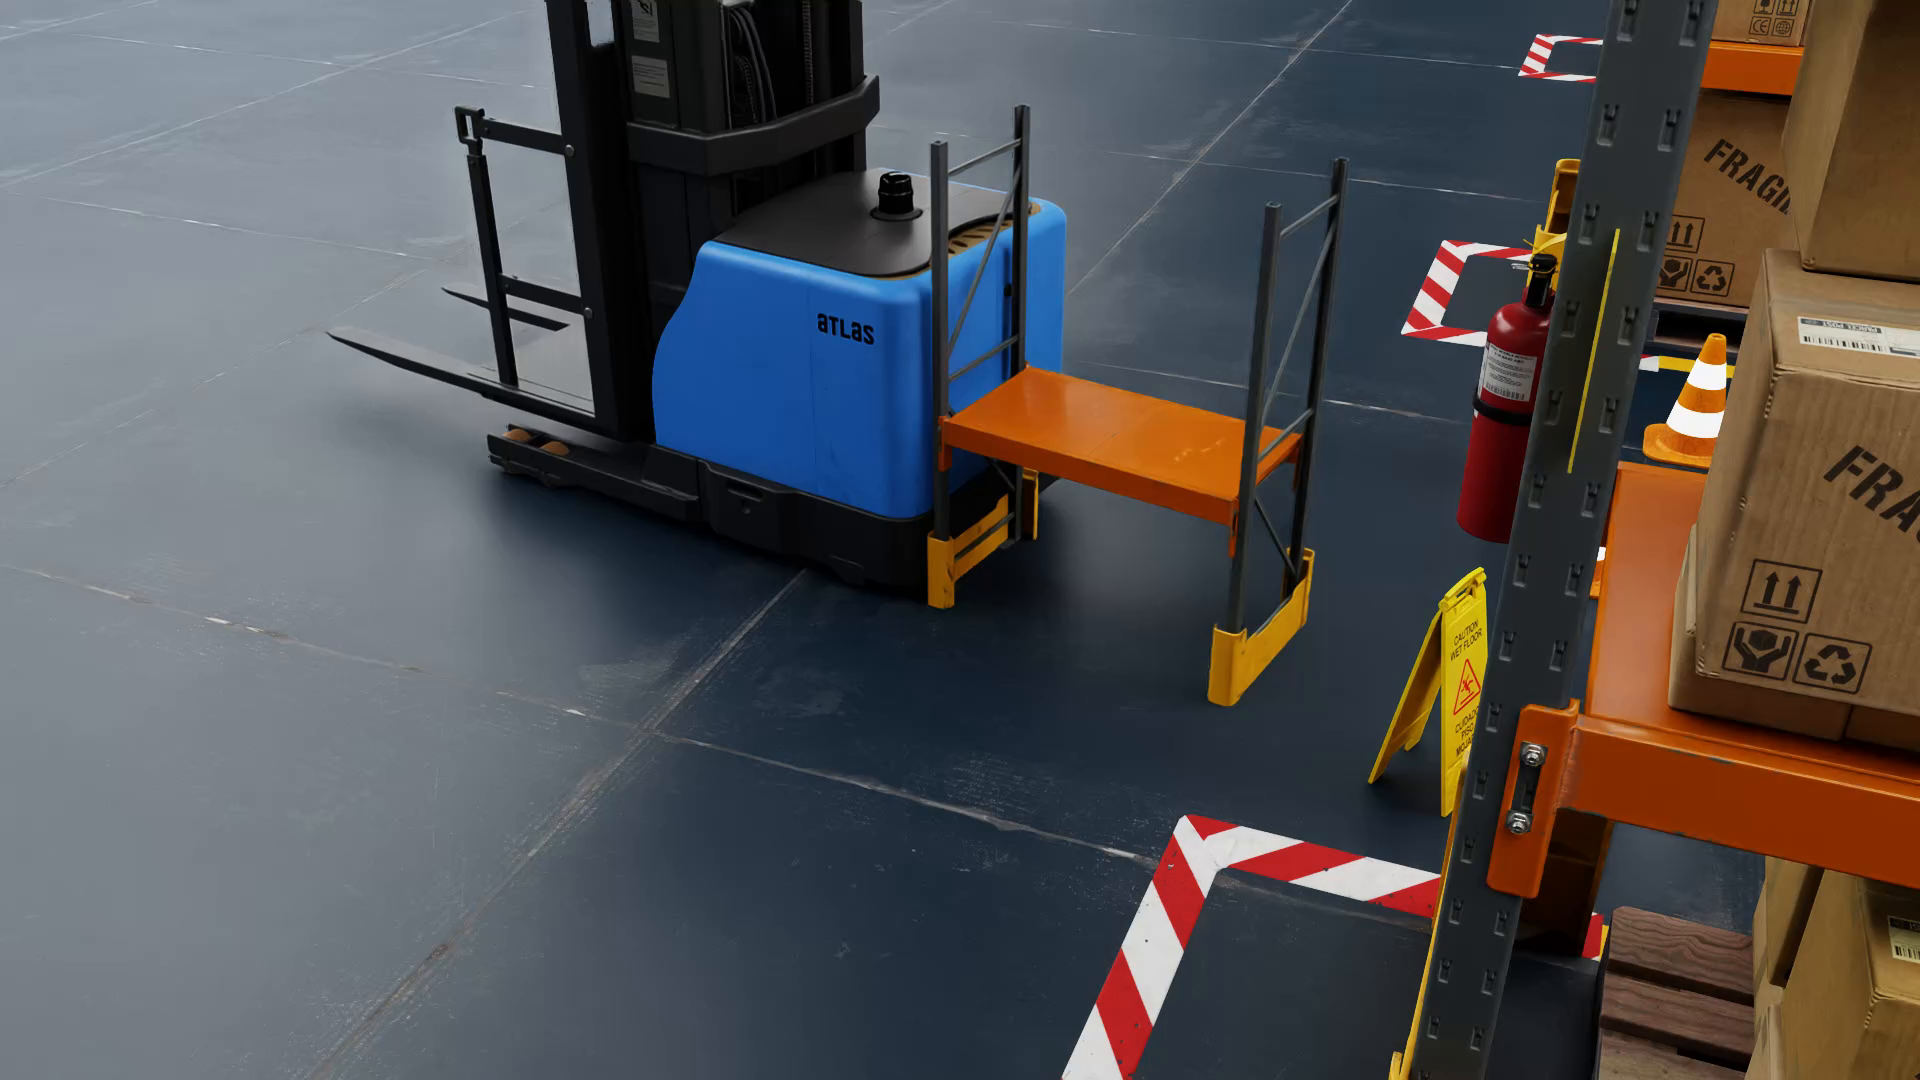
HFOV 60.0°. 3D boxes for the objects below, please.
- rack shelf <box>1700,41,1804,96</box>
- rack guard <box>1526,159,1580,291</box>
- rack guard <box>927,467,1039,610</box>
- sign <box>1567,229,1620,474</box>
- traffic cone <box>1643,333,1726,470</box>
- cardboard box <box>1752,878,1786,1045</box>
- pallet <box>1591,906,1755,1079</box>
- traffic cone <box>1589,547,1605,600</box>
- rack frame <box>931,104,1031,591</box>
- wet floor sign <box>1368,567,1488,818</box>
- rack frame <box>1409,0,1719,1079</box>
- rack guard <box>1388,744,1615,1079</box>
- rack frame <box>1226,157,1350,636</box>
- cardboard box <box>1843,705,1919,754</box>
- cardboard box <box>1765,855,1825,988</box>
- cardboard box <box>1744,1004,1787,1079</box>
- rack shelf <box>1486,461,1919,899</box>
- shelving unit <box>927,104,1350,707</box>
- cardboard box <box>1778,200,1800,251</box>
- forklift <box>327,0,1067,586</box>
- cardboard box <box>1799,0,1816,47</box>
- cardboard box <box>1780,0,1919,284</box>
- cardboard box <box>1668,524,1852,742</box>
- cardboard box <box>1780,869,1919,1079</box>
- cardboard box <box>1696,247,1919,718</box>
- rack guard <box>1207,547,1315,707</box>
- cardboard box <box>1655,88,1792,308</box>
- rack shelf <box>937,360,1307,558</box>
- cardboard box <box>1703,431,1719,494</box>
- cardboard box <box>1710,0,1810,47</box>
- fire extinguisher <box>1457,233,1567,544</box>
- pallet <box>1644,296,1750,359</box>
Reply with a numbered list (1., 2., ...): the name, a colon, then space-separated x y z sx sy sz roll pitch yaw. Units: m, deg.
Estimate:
1. rack shelf: 4.690 -1.719 6.473 4.000 0.370 1.077 11 31 19
2. rack guard: 2.815 -1.318 7.574 0.348 0.500 1.175 11 31 19
3. rack guard: 0.082 -0.013 5.518 0.087 0.250 0.587 18 34 28
4. sign: 0.866 -0.256 2.274 0.005 0.325 0.100 11 31 19
5. traffic cone: 2.795 -0.552 6.256 0.334 0.463 0.336 11 31 19
6. cardboard box: 1.942 0.919 3.443 0.500 0.250 0.500 11 31 19
7. pallet: 1.880 1.268 3.292 1.213 0.211 1.003 11 31 19
8. traffic cone: 2.055 -0.099 5.455 0.334 0.463 0.336 11 31 19
9. rack frame: 0.065 -0.562 5.220 0.032 1.500 0.500 18 34 28
10. wet floor sign: 1.296 0.376 4.429 0.232 0.644 0.267 24 37 36
11. rack frame: 1.070 -0.126 2.925 0.127 3.000 1.000 11 31 19
12. rack guard: 1.140 0.976 3.515 0.348 0.500 1.175 11 31 19
13. rack frame: 0.918 -0.290 4.739 0.032 1.500 0.500 18 34 28
14. cardboard box: 1.546 0.181 2.637 0.250 0.149 0.380 12 32 20
15. cardboard box: 1.910 0.591 3.262 0.500 0.500 0.500 11 31 19
16. cardboard box: 1.713 1.163 3.011 0.500 0.250 0.500 11 31 19
17. rack shelf: 2.923 0.557 2.447 4.000 0.370 1.077 11 31 19
18. shelving unit: 0.499 -0.423 4.975 1.083 1.500 0.587 18 34 28
19. cardboard box: 1.676 -0.324 2.871 0.500 0.500 0.500 11 31 18
20. forklift: -1.142 -1.666 5.719 3.031 2.935 1.130 18 34 28
21. cardboard box: 3.716 -2.327 6.667 0.550 0.550 0.875 11 31 19
22. cardboard box: 1.625 -0.739 2.590 0.500 0.500 0.700 11 31 18
23. cardboard box: 1.307 0.141 2.708 0.250 0.149 0.380 11 31 19
24. cardboard box: 1.735 0.841 2.819 0.500 0.500 0.500 10 31 17
25. cardboard box: 1.404 -0.085 2.448 0.500 0.500 0.500 11 31 18
26. rack guard: 0.917 0.254 5.047 0.087 0.250 0.587 18 34 28
27. cardboard box: 3.490 -1.564 7.202 0.875 0.875 0.875 11 31 19
28. rack shelf: 0.492 -0.269 5.068 1.000 0.185 0.538 18 34 28
29. cardboard box: 1.497 -0.045 3.037 0.250 0.149 0.380 12 32 21
30. cardboard box: 3.198 -2.419 6.829 0.550 0.550 0.875 11 31 19
31. fire extinguisher: 1.137 -0.324 3.353 0.183 0.674 0.296 11 31 19
32. pallet: 3.607 -1.076 7.438 1.213 0.211 1.003 11 31 19
